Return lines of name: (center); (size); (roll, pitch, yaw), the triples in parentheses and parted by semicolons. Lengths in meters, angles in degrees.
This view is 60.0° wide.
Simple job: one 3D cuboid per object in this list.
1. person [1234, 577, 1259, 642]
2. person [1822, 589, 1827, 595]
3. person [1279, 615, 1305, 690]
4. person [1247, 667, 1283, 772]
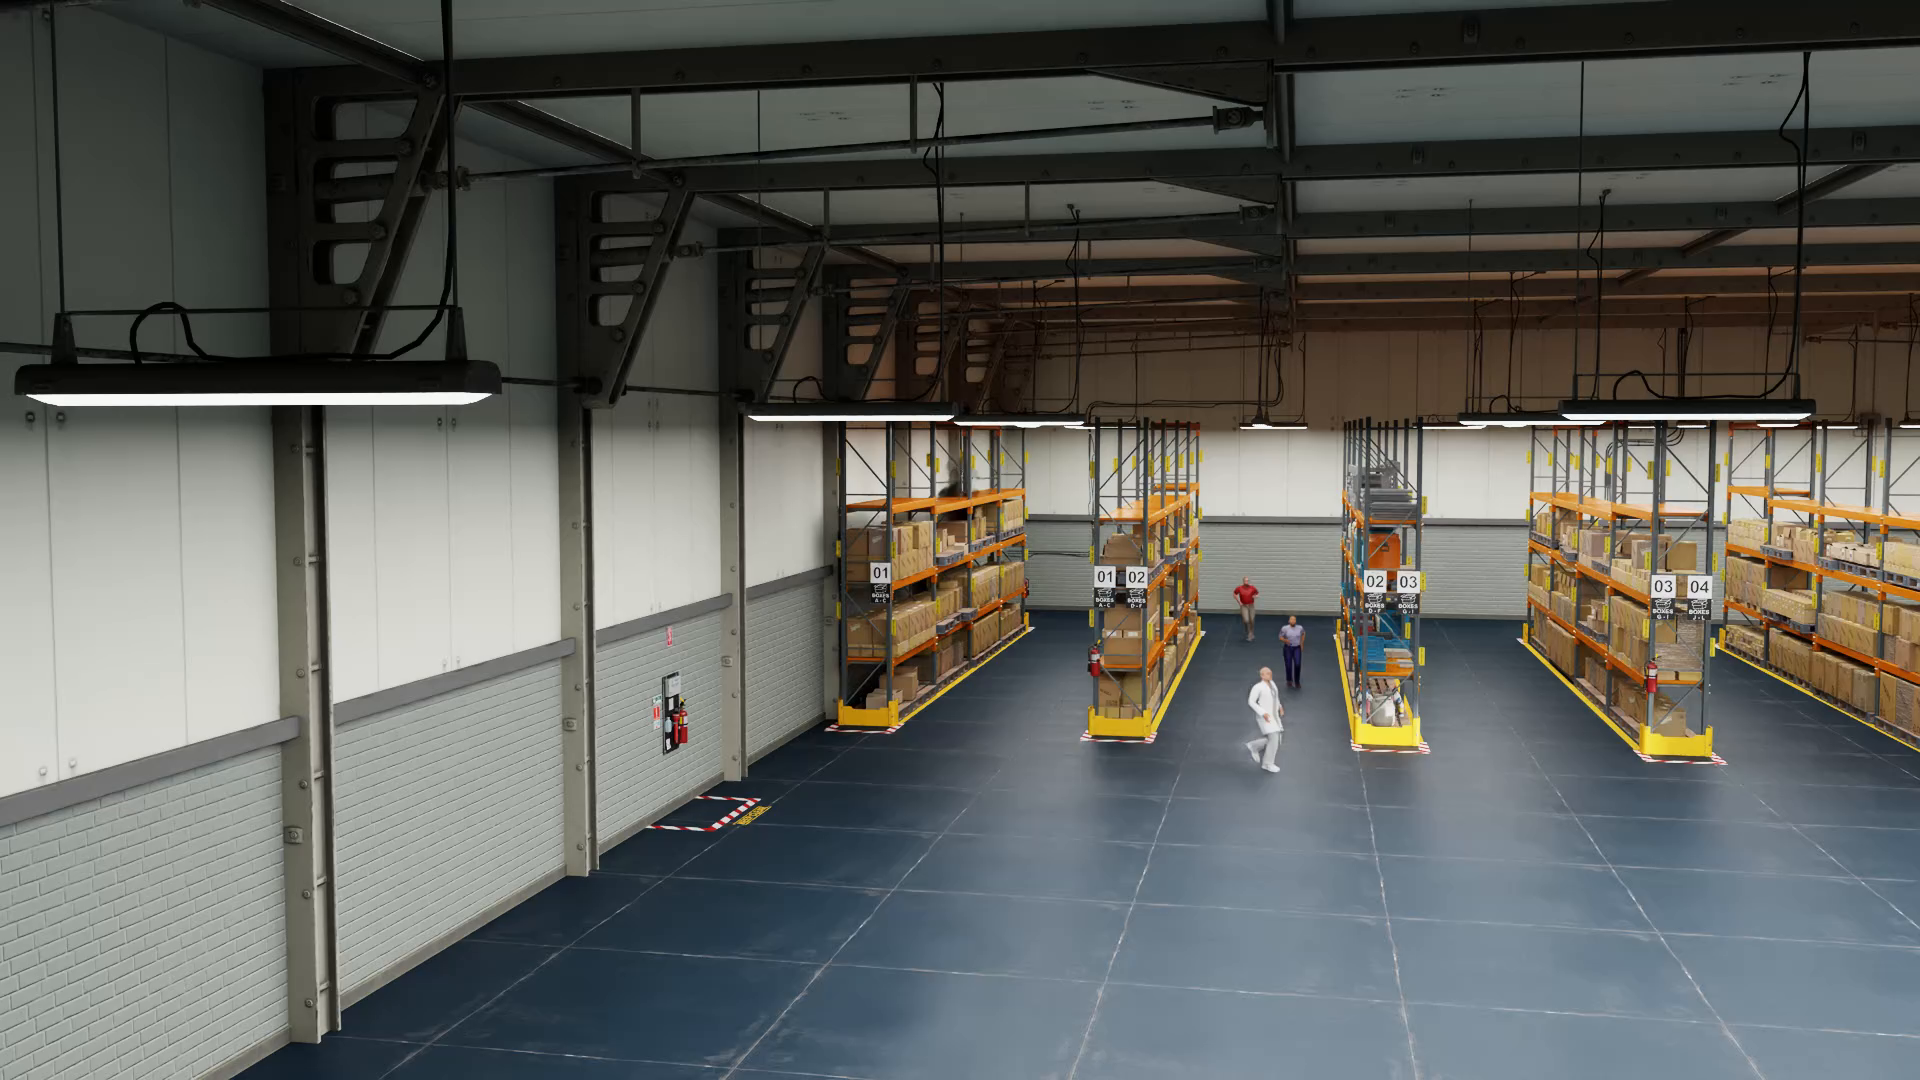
person: (7.893, 1.914, 45.743); (0.659, 1.798, 0.777); (0, 4, -4)
person: (22.234, 2.111, 42.798); (0.544, 1.725, 0.737); (0, 4, -5)
person: (7.415, 2.520, 37.137); (0.592, 1.687, 0.725); (1, 4, 8)
person: (5.166, 3.028, 28.231); (0.672, 1.754, 0.707); (3, 5, 43)
